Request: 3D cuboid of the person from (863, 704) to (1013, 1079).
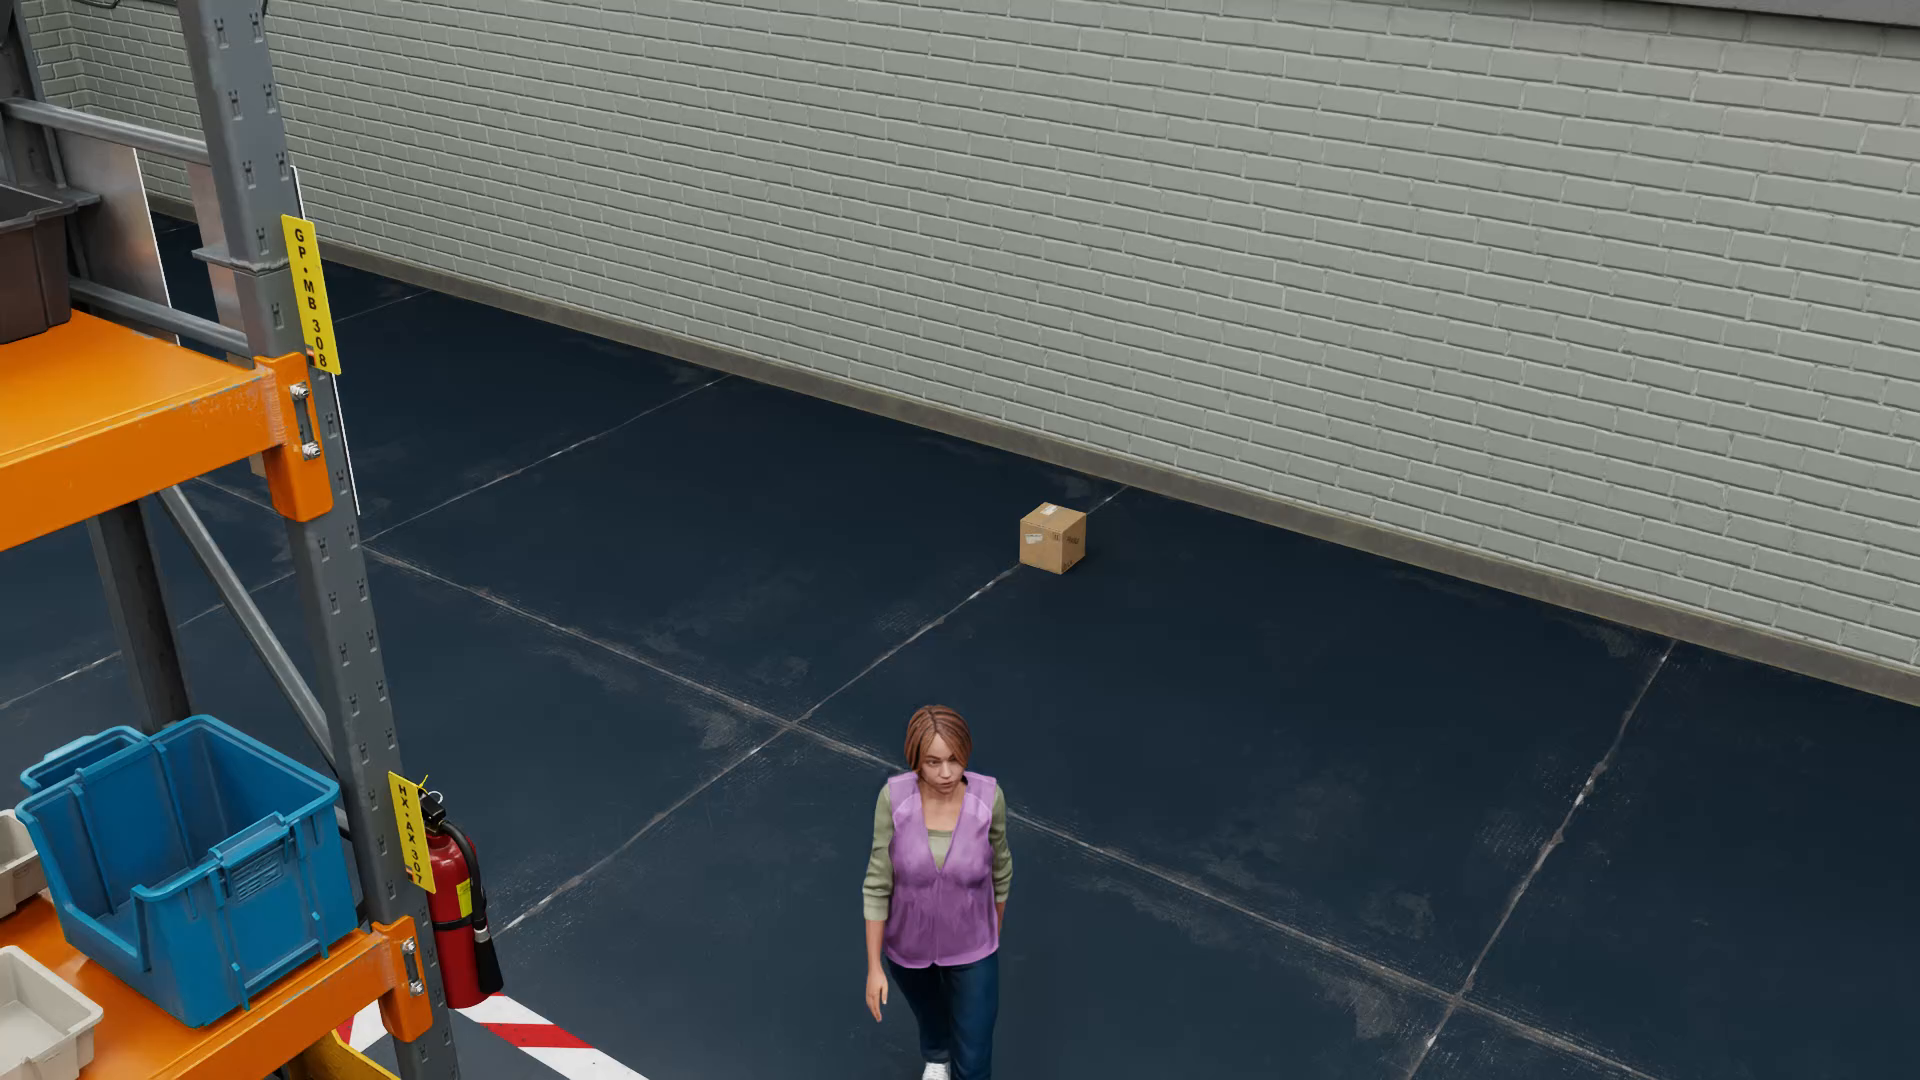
[{"bbox_3d":[-0.070,1.202,4.774,0.413,1.554,0.862,3,27,5],"label":"person"}]
